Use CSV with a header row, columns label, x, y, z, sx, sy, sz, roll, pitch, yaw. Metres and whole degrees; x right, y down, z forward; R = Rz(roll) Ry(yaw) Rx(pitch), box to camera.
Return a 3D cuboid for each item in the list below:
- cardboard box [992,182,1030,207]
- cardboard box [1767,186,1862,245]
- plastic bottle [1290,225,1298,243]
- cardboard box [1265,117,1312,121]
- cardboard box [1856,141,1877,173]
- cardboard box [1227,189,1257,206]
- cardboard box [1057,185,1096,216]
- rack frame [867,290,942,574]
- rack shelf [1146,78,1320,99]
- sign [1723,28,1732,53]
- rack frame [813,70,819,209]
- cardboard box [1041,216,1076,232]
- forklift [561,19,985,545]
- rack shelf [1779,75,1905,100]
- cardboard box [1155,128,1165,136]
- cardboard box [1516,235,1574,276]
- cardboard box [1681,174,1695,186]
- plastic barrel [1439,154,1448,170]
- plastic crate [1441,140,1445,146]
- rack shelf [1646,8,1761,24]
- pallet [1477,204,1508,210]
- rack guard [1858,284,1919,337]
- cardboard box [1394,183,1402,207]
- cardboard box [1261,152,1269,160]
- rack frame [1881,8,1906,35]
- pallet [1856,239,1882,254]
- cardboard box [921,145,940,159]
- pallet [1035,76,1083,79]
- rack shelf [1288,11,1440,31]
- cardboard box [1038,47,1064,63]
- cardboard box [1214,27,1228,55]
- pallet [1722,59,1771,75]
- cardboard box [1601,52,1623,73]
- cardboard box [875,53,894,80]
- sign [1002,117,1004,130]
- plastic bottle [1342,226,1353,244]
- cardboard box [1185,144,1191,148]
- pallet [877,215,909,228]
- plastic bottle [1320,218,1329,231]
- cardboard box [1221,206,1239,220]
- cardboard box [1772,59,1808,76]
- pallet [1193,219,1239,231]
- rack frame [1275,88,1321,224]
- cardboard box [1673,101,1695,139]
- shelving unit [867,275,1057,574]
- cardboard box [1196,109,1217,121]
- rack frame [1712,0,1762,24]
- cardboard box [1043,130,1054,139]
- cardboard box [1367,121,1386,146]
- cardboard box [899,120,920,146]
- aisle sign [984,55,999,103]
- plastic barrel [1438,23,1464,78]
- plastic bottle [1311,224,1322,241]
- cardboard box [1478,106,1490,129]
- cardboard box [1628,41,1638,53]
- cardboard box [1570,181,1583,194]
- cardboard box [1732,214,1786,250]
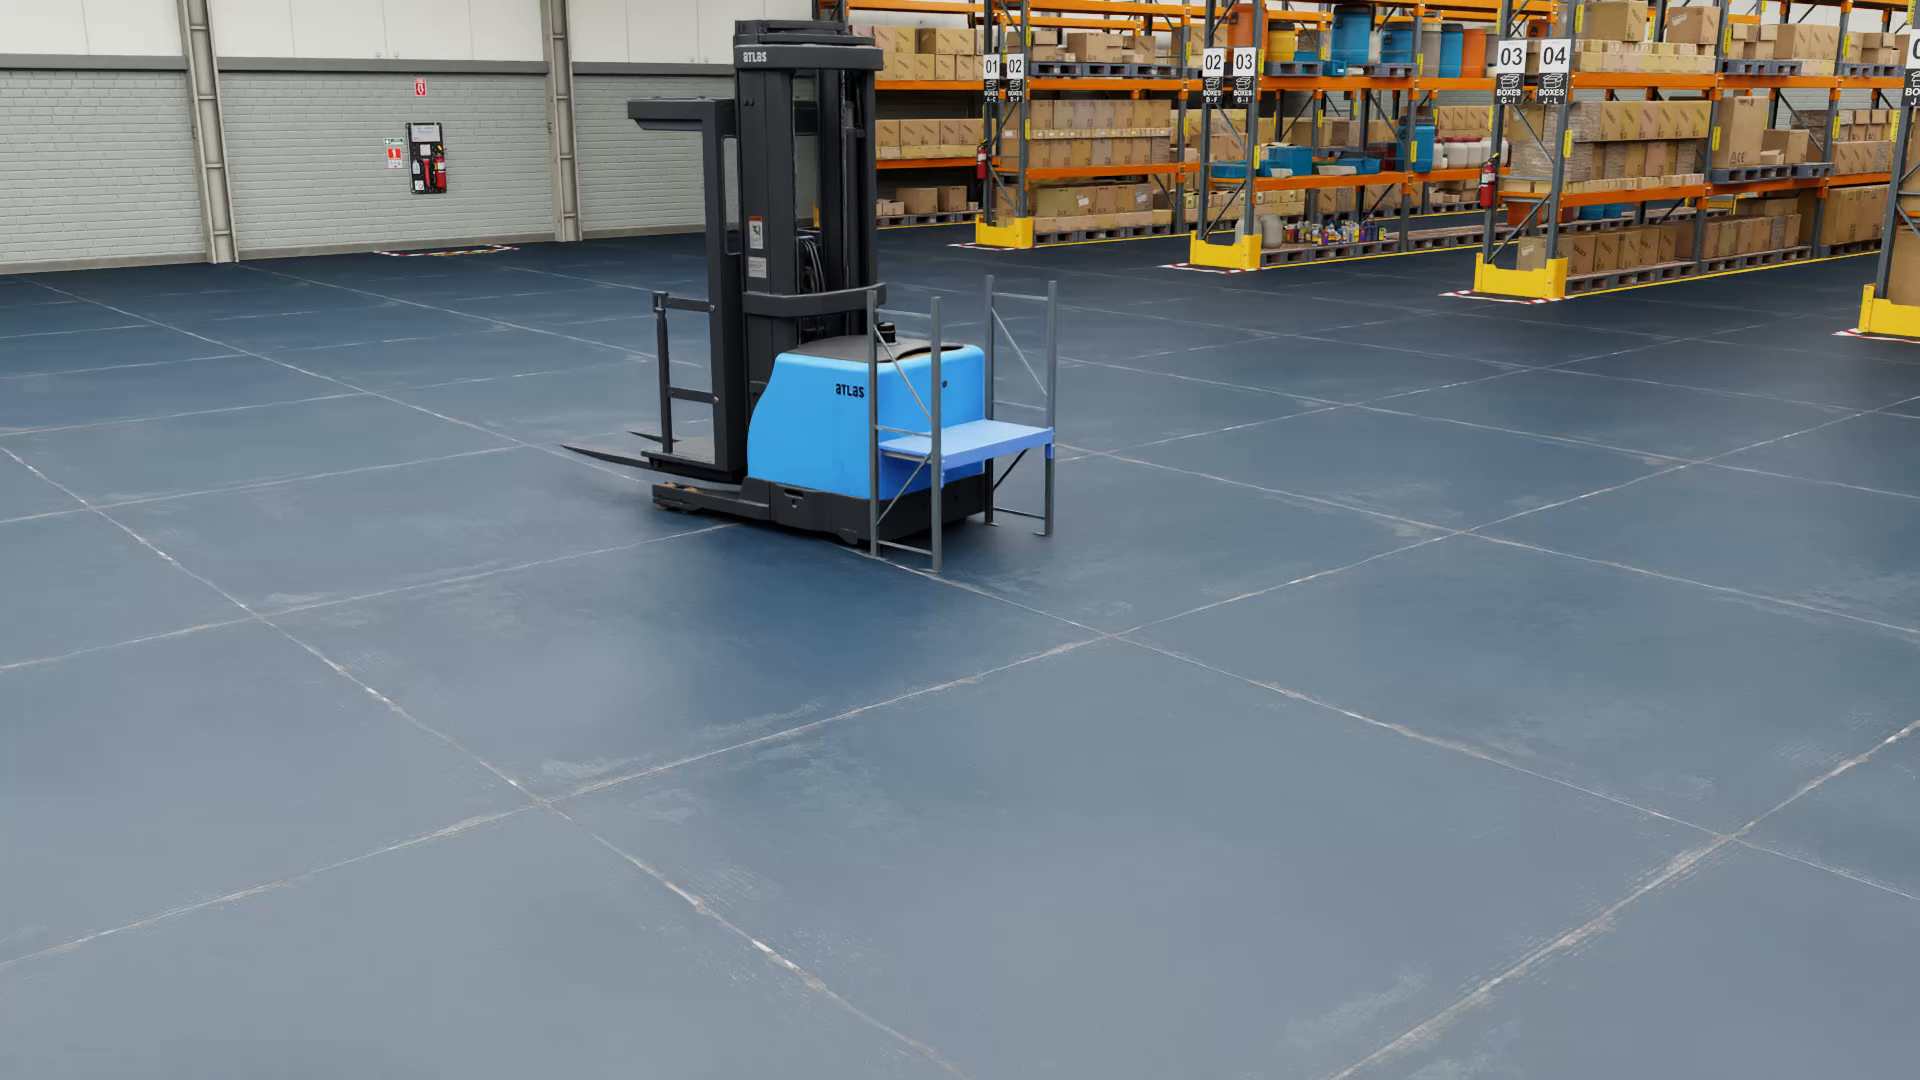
label,x,y,z,sx,sy,sz,roll,pitch,yaw
cardboard box,1.087,-7.372,35.526,0.500,0.500,0.700,-12,19,-38
cardboard box,13.849,-5.313,27.130,0.875,0.875,1.225,-14,20,-42
plastic bottle,5.405,-4.946,26.865,0.133,0.283,0.061,-13,19,-39
cardboard box,8.094,-10.075,41.076,0.700,0.700,0.980,-14,20,-42
cardboard box,14.632,-6.276,27.241,0.500,0.500,0.500,-13,20,-40
cardboard box,5.431,-6.703,32.458,0.500,0.311,0.500,-12,19,-38
cardboard box,2.075,-6.054,29.663,0.500,0.500,0.500,-13,19,-39
rack frame,-0.301,-0.582,9.021,0.500,1.500,0.032,12,19,38
rack shelf,5.306,-8.715,32.147,4.000,0.370,1.077,-13,19,-39
sign,10.659,-6.940,23.106,0.005,0.325,0.100,-13,19,-39
rack frame,-2.475,-7.561,32.244,0.127,3.000,1.000,-13,19,-39
cardboard box,1.705,-5.605,29.435,0.500,0.250,0.500,-13,19,-39
forklift,-1.314,-1.672,10.332,3.031,2.935,1.130,11,19,36
rack shelf,14.824,-7.464,27.462,4.000,0.370,1.077,-13,19,-39
cardboard box,3.545,-7.507,30.593,0.250,0.149,0.380,-13,20,-41
cardboard box,7.762,-3.766,22.066,0.500,0.500,0.500,-9,17,-29
cardboard box,10.133,-5.090,23.481,0.250,0.149,0.380,-13,19,-39
plastic barrel,8.145,-6.438,28.306,0.301,0.262,0.301,0,15,0
plastic crate,8.644,-6.804,29.287,0.583,0.464,0.402,-13,19,-39
rack shelf,14.590,-10.362,33.273,4.000,0.370,1.077,-13,19,-39
pallet,12.192,-7.812,38.589,1.213,0.211,1.003,-13,19,-39
rack guard,10.441,-2.474,18.042,0.348,0.500,1.175,-13,19,-39
cardboard box,9.270,-7.414,35.683,0.500,0.500,0.500,-13,19,-39
cardboard box,5.890,-7.604,32.893,0.250,0.149,0.380,-11,18,-35
rack frame,16.332,-9.599,28.250,0.127,3.000,1.000,-13,19,-39
pallet,14.879,-5.001,28.062,1.213,0.211,1.003,-13,19,-39
cardboard box,-0.745,-7.780,33.317,0.500,0.250,0.500,-12,19,-39
pallet,1.859,-9.857,35.392,1.003,0.211,1.213,-13,19,-39
rack shelf,8.324,-10.649,34.349,4.000,0.370,1.077,-13,19,-39
cardboard box,1.475,-8.491,29.119,0.500,0.250,0.500,-13,19,-39
cardboard box,4.703,-9.415,31.395,0.500,0.500,0.500,-10,18,-34
pallet,10.833,-6.788,23.902,1.003,0.211,1.213,-13,19,-39
cardboard box,8.198,-6.165,21.495,0.500,0.250,0.500,-13,20,-41
cardboard box,-1.630,-9.160,32.186,0.500,0.500,0.500,-11,19,-36
sign,0.905,-8.553,34.279,0.005,0.325,0.100,-13,19,-39
plastic bottle,6.236,-4.928,26.810,0.135,0.276,0.152,-12,19,-38
cardboard box,5.111,-9.077,38.369,0.250,0.149,0.380,-13,19,-39
pallet,-1.781,-6.358,33.142,1.213,0.211,1.003,-13,19,-39
plastic bottle,6.022,-5.155,27.517,0.185,0.351,0.144,-14,20,-42
cardboard box,5.040,-6.344,32.203,0.500,0.250,0.500,-13,20,-41
cardboard box,12.371,-7.101,24.999,0.500,0.250,0.500,-12,19,-38
pallet,5.248,-6.268,32.807,1.213,0.211,1.003,-13,19,-39
rack frame,6.815,-7.953,33.710,0.127,3.000,1.000,-13,19,-39
cardboard box,9.762,-5.806,22.967,0.500,0.500,0.500,-13,19,-39
shelving unit,0.026,-0.682,9.398,0.538,1.500,1.048,12,19,38
cardboard box,5.616,-9.858,38.581,0.500,0.250,0.500,-12,19,-38
rack frame,16.099,-11.241,34.397,0.127,3.000,1.000,-13,19,-39
cardboard box,1.414,-7.029,28.801,0.250,0.149,0.380,-13,20,-41
cardboard box,8.540,-8.570,35.014,0.700,0.500,0.500,10,18,33
cardboard box,-1.144,-8.051,32.877,0.500,0.500,0.500,-13,20,-41
aisle sign,0.537,-7.899,28.473,0.004,0.787,0.394,-13,19,-39
plastic barrel,8.274,-8.351,28.419,0.708,0.901,0.600,-13,19,-39
plastic bottle,5.818,-5.022,27.165,0.135,0.276,0.152,-13,19,-39
cardboard box,11.538,-9.449,37.180,0.500,0.500,0.500,-12,19,-38
cardboard box,8.643,-6.453,21.801,0.250,0.149,0.380,-14,20,-42
cardboard box,7.852,-4.587,21.598,0.250,0.149,0.380,-13,19,-39
cardboard box,12.412,-4.814,25.953,0.700,0.500,0.500,14,20,42
